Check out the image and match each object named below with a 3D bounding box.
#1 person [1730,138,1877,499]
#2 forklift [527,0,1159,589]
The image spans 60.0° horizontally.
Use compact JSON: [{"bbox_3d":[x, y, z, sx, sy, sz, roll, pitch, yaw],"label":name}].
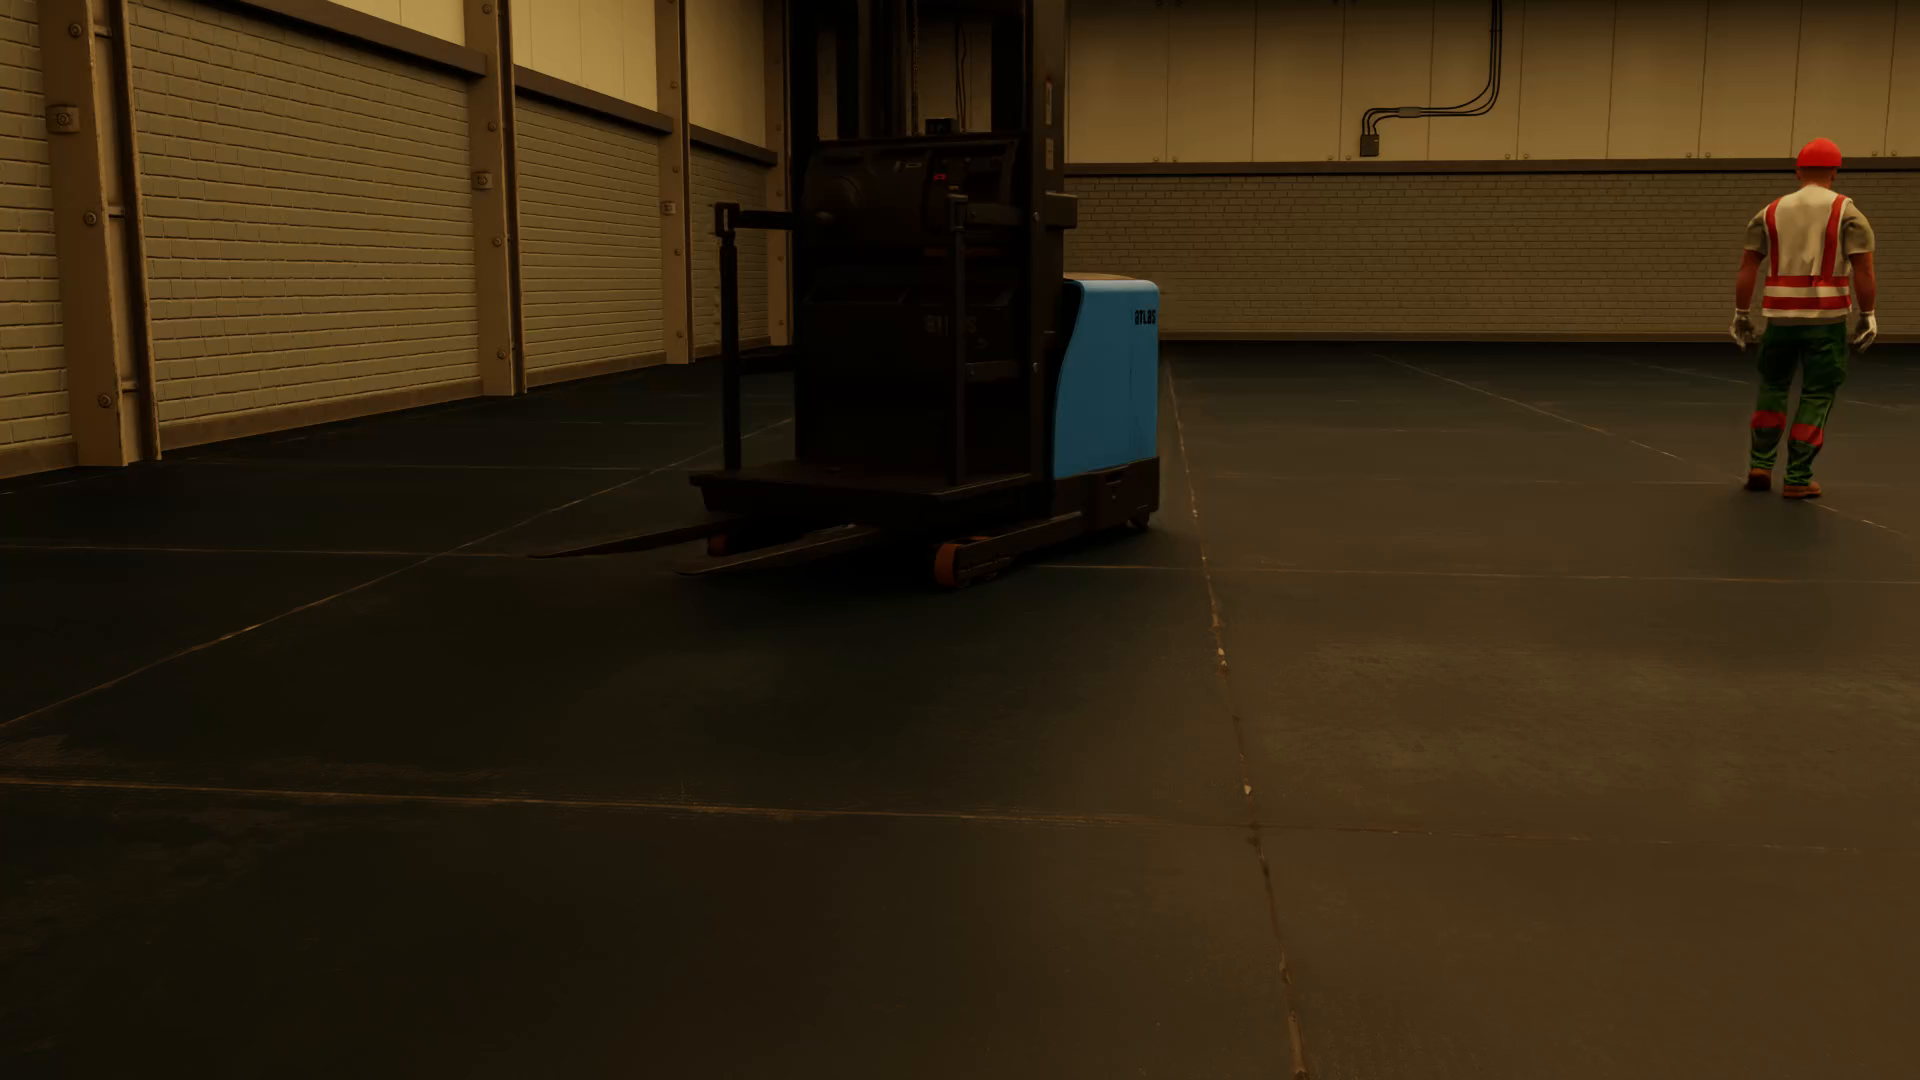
[{"bbox_3d":[4.247,-1.081,8.347,0.647,1.824,0.506,9,12,44],"label":"person"},{"bbox_3d":[-0.306,-1.356,6.140,1.130,2.935,3.031,5,10,30],"label":"forklift"}]
